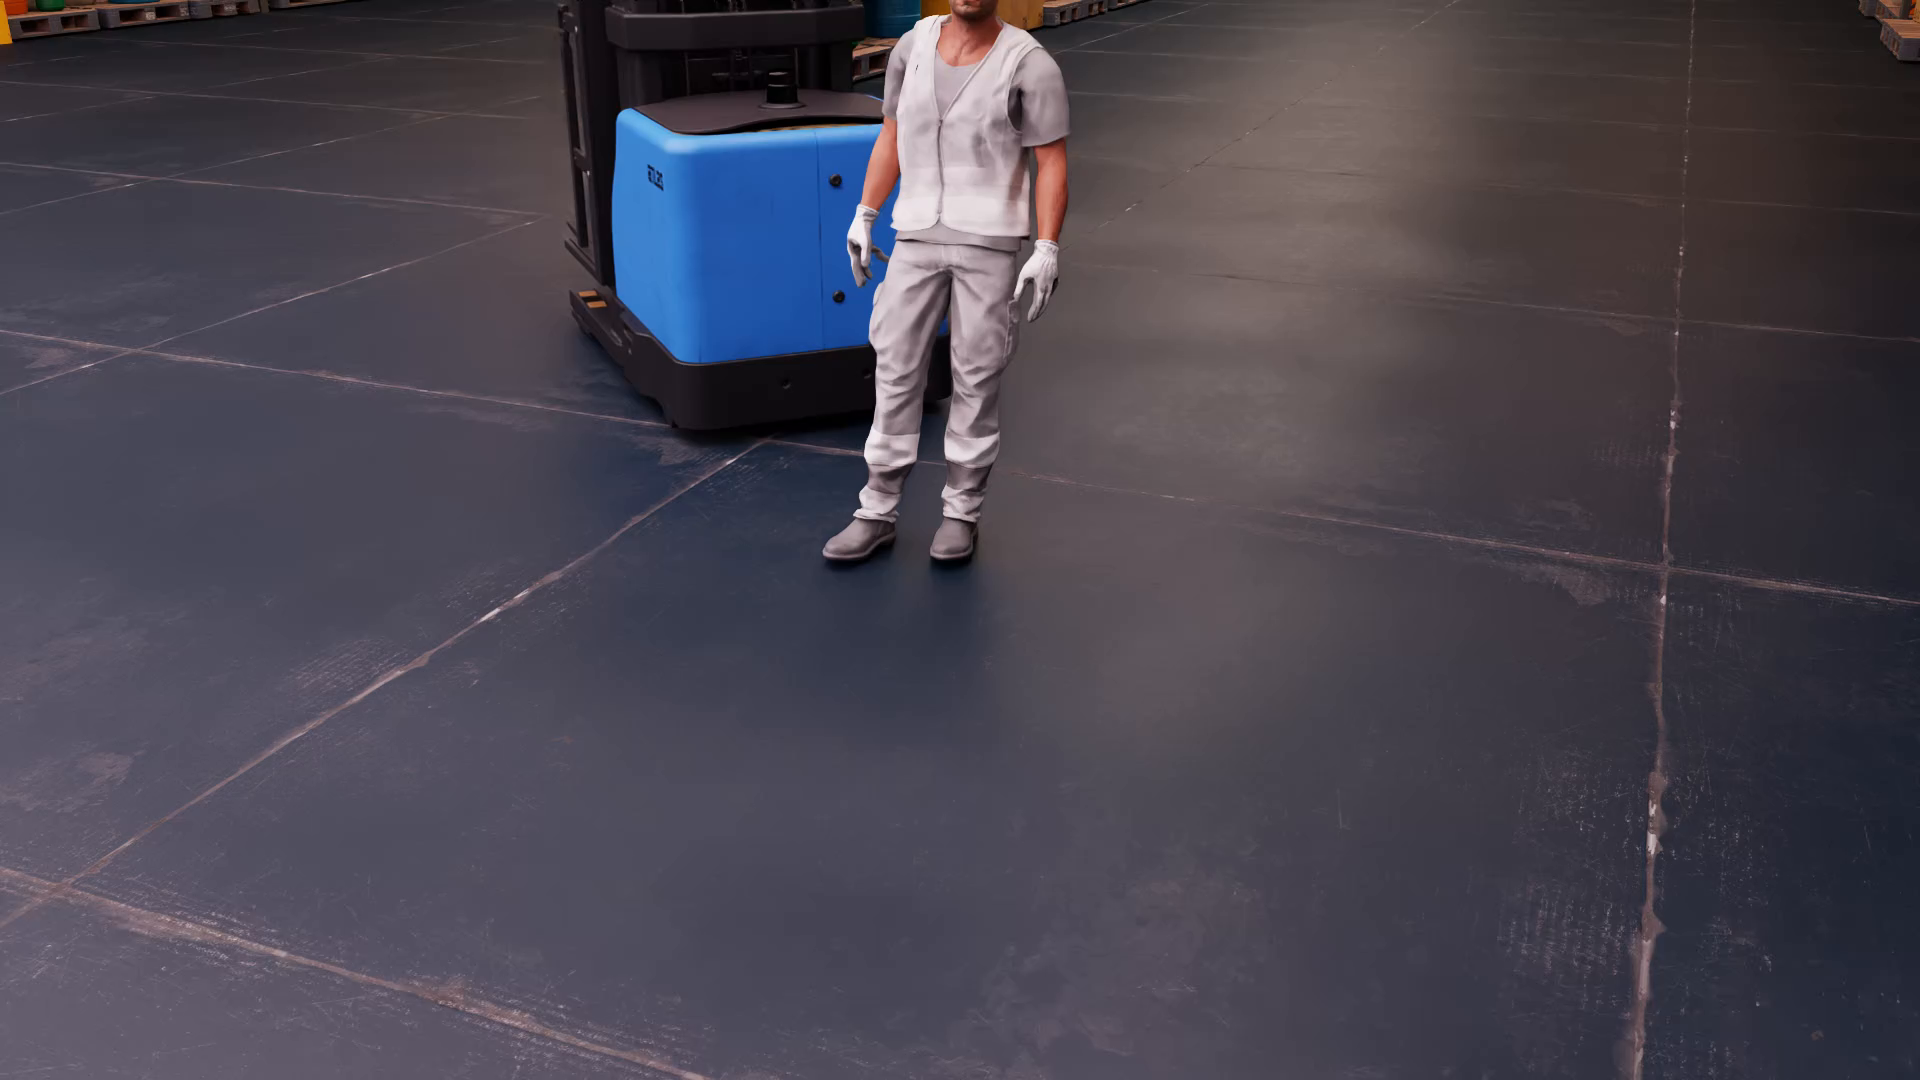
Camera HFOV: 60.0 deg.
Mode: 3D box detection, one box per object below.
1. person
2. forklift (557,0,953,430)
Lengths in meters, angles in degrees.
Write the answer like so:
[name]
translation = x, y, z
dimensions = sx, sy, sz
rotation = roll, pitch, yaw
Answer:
[person]
translation = -0.041, -0.805, 4.681
dimensions = 0.638, 1.787, 0.564
rotation = 9, 24, 21
[forklift]
translation = -1.070, -2.272, 6.729
dimensions = 1.130, 2.935, 3.031
rotation = -9, 24, -21
